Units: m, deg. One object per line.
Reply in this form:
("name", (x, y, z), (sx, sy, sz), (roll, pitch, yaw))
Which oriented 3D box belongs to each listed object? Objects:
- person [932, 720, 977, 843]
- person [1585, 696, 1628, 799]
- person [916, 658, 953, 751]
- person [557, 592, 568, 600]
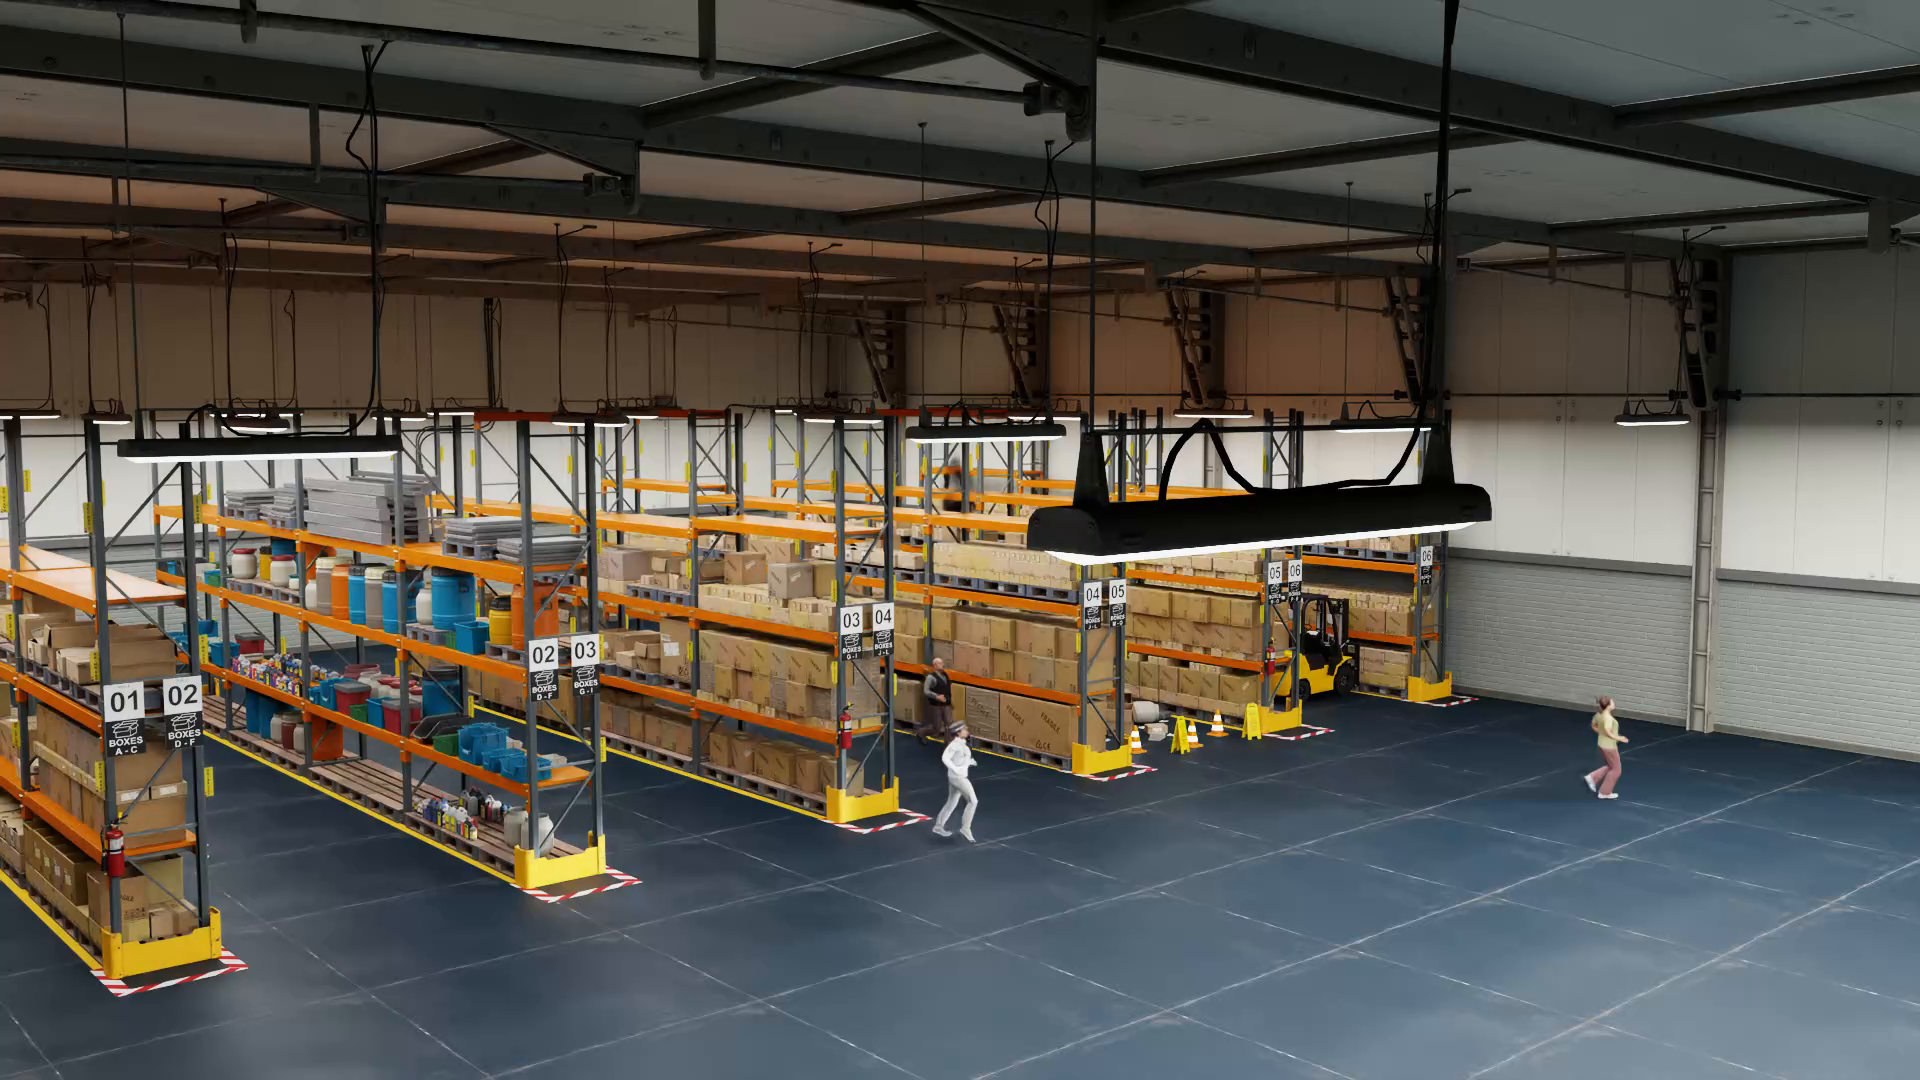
("person", (-0.076, 3.419, 23.654), (0.648, 1.755, 0.635), (0, 5, 0))
("person", (10.106, 3.236, 25.997), (0.562, 1.620, 0.577), (0, 5, 1))
("person", (-0.382, 2.916, 29.199), (0.900, 1.709, 0.672), (5, 7, 43))
("person", (-9.603, 2.025, 39.782), (0.680, 1.632, 0.964), (1, 5, 9))
